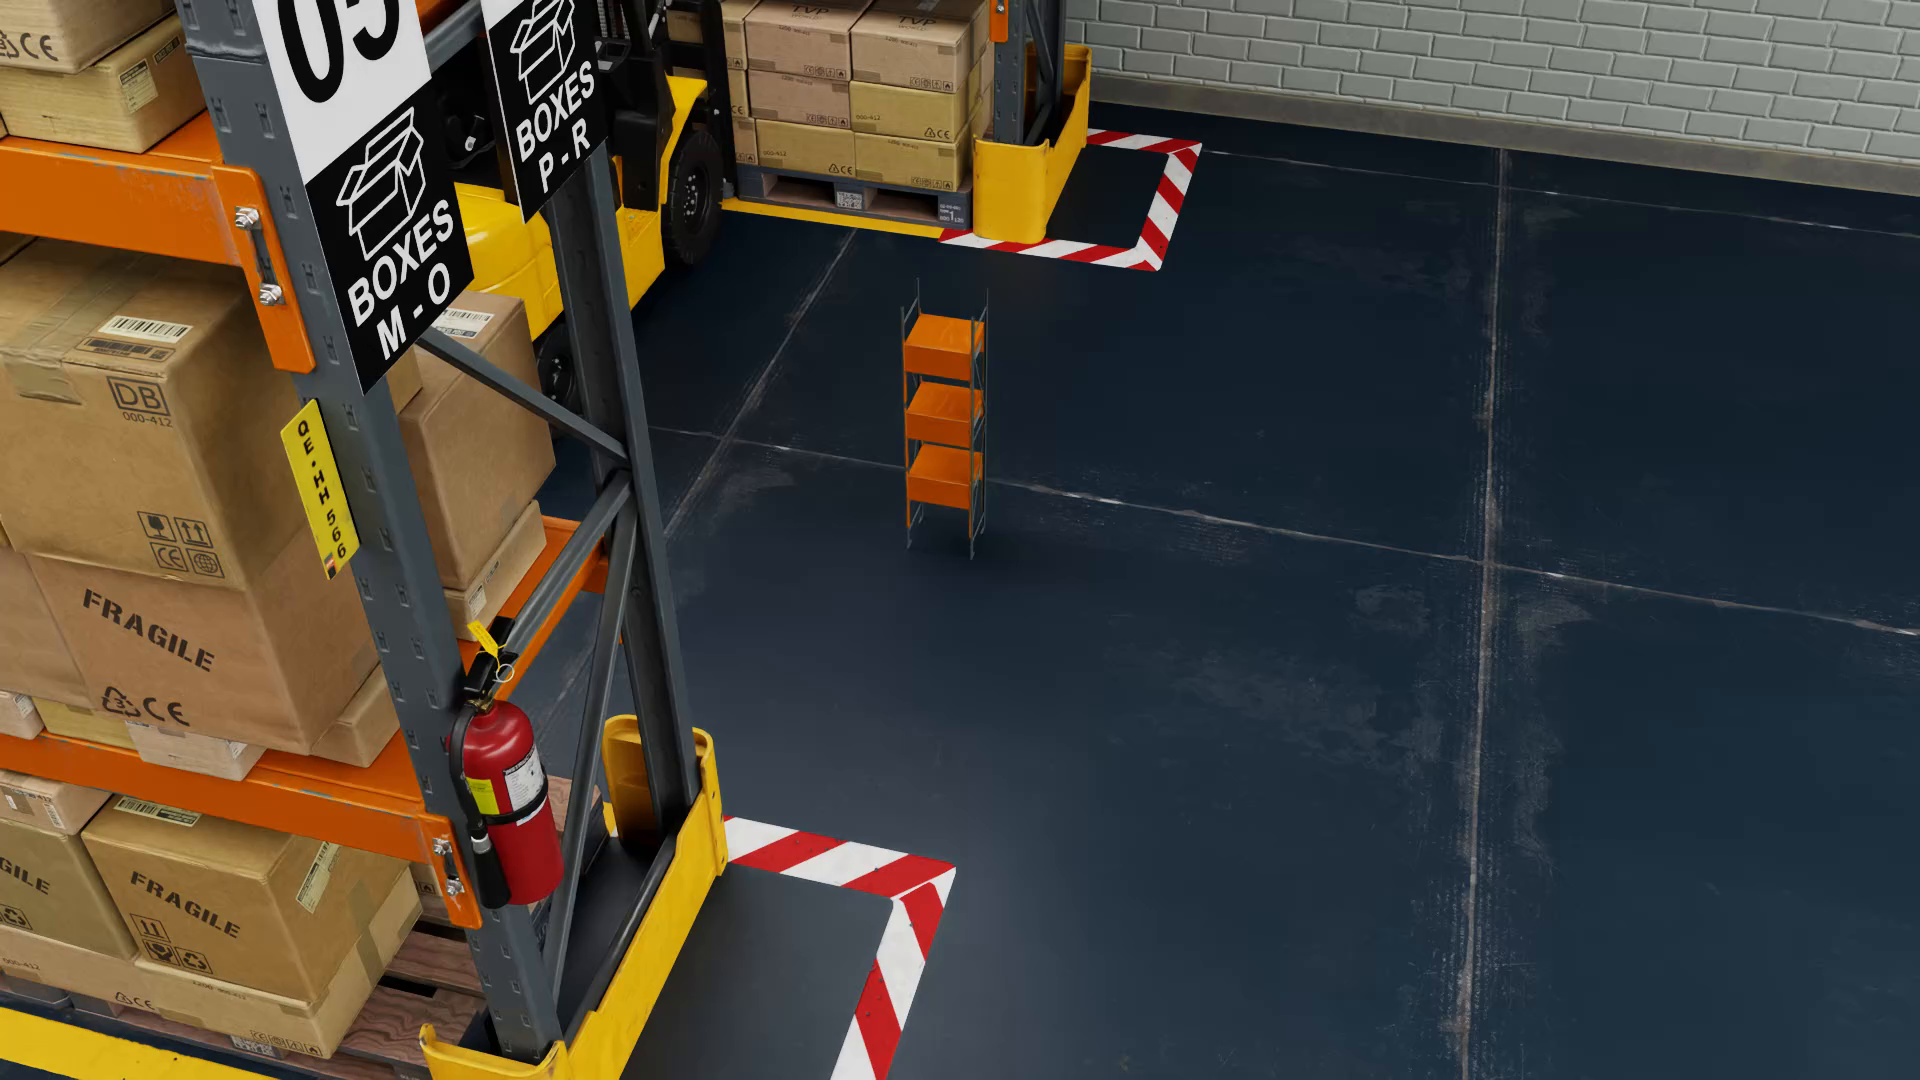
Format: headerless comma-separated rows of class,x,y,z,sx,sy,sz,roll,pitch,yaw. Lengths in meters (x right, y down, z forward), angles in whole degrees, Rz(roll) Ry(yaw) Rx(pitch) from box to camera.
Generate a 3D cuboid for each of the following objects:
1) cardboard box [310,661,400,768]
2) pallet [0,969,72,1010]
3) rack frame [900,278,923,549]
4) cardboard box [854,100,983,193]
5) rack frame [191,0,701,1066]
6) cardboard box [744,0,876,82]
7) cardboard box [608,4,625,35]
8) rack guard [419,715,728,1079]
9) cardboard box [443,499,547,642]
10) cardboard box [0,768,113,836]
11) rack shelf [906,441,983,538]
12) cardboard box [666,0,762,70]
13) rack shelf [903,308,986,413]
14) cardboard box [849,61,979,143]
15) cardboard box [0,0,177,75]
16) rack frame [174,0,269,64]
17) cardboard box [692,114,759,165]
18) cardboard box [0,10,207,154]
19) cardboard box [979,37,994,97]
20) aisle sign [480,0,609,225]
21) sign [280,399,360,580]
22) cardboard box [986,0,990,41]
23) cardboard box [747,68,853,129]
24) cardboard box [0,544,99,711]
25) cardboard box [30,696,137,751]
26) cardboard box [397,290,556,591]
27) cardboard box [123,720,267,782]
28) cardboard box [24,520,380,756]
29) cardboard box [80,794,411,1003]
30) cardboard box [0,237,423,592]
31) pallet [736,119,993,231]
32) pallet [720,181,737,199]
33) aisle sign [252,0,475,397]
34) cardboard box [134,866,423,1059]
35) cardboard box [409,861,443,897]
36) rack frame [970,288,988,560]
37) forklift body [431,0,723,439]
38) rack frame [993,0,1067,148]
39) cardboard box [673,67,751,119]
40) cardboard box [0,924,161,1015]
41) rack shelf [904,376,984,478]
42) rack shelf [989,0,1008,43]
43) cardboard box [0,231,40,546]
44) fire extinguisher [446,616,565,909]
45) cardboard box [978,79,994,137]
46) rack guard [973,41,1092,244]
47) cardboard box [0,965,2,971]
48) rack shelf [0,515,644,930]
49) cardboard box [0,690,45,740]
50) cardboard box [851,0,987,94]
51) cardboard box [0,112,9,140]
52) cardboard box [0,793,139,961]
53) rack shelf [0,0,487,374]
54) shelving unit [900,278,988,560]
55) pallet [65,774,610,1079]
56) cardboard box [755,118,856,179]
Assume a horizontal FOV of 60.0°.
cardboard box,-1.355,0.307,3.748,0.250,0.149,0.380,11,41,13
pallet,-2.962,0.834,5.093,1.213,0.211,1.003,10,41,11
rack frame,-0.170,-0.431,5.947,0.008,1.050,0.200,10,41,11
cardboard box,-0.195,-1.934,8.032,0.500,0.250,0.500,10,41,12
rack frame,-0.939,0.140,3.751,0.127,3.000,1.000,10,41,11
cardboard box,-0.679,-2.399,7.809,0.500,0.250,0.500,10,41,12
cardboard box,-1.657,-2.566,8.007,0.500,0.250,0.500,9,41,11
rack guard,-1.012,1.084,4.570,0.348,0.500,1.175,10,41,11
cardboard box,-1.213,0.051,4.052,0.250,0.149,0.380,10,41,12
cardboard box,-2.152,0.506,4.039,0.250,0.149,0.380,11,41,13
rack shelf,-0.052,-0.190,6.108,0.240,0.259,0.215,10,41,11
cardboard box,-1.169,-2.477,7.901,0.500,0.250,0.500,10,41,12
rack shelf,-0.052,-0.620,5.747,0.240,0.259,0.215,10,41,11
cardboard box,-0.210,-2.131,7.877,0.500,0.250,0.500,9,41,11
cardboard box,-1.502,-0.983,2.641,0.500,0.250,0.500,9,41,11
rack frame,-0.939,-2.157,1.822,0.127,3.000,1.000,10,41,11
cardboard box,-1.153,-2.112,8.243,0.500,0.250,0.500,10,41,12
cardboard box,-1.356,-0.798,2.731,0.250,0.149,0.380,10,41,12
cardboard box,-0.060,-2.451,8.259,0.500,0.250,0.500,10,41,12
aisle sign,-0.799,-1.038,3.132,0.004,0.787,0.394,10,41,11
sign,-1.101,-0.083,2.871,0.005,0.325,0.100,10,41,11
cardboard box,-0.074,-2.633,8.087,0.500,0.250,0.500,9,41,11
cardboard box,-0.692,-2.221,7.985,0.500,0.250,0.500,9,41,11
cardboard box,-2.017,-0.018,3.629,0.500,0.500,0.500,10,41,12
cardboard box,-1.871,0.278,3.782,0.250,0.149,0.380,9,41,11
cardboard box,-1.324,-0.263,3.922,0.500,0.500,0.500,9,41,11
cardboard box,-1.628,0.334,3.716,0.250,0.149,0.380,9,41,11
cardboard box,-1.534,0.069,3.527,0.500,0.500,0.500,9,41,11
cardboard box,-1.780,0.774,4.225,0.500,0.500,0.500,10,41,12
cardboard box,-1.488,-0.345,3.241,0.500,0.500,0.700,9,41,10
pallet,-0.409,-1.978,8.441,1.213,0.211,1.003,10,41,11
pallet,-1.583,-2.182,8.684,1.213,0.211,1.003,10,41,11
aisle sign,-0.954,-0.665,2.688,0.004,0.787,0.394,10,41,11
cardboard box,-1.812,1.061,4.466,0.500,0.250,0.500,10,41,11
cardboard box,-1.646,0.726,4.865,0.500,0.250,0.500,9,41,11
rack frame,0.066,-0.391,5.899,0.008,1.050,0.200,10,41,11
forklift body,-1.962,-1.801,6.722,1.214,2.155,2.313,10,41,11
rack frame,0.341,-2.945,7.424,0.127,3.000,1.000,10,41,11
cardboard box,-1.196,-2.293,8.071,0.500,0.250,0.500,9,41,10
cardboard box,-2.287,0.974,4.570,0.500,0.250,0.500,10,41,12
rack shelf,-0.052,-0.403,5.930,0.240,0.259,0.215,10,41,11
rack shelf,-1.591,-3.002,8.051,4.000,0.370,1.077,10,41,11
cardboard box,-1.975,-0.433,3.347,0.500,0.500,0.700,10,41,12
fire extinguisher,-0.947,0.475,3.412,0.183,0.674,0.296,10,41,11
cardboard box,-0.083,-2.256,8.415,0.500,0.250,0.500,10,41,12
rack guard,0.364,-1.983,8.223,0.348,0.500,1.175,10,41,11
cardboard box,-2.794,0.890,4.669,0.500,0.250,0.500,8,41,10
rack shelf,-2.871,0.083,4.378,4.000,0.370,1.077,10,41,11
cardboard box,-2.127,0.254,3.811,0.250,0.149,0.380,10,41,12
cardboard box,-0.185,-2.318,7.712,0.500,0.250,0.500,11,41,13
cardboard box,-1.604,-0.819,2.756,0.250,0.149,0.380,10,41,12
cardboard box,-2.285,0.689,4.326,0.500,0.500,0.500,11,41,13
rack shelf,-2.871,-1.066,3.414,4.000,0.370,1.077,10,41,11
shelving unit,-0.052,-0.411,5.923,0.252,1.050,0.215,10,41,11
pallet,-1.788,1.038,4.850,1.213,0.211,1.003,10,41,11
cardboard box,-0.673,-2.023,8.138,0.500,0.250,0.500,10,41,11
